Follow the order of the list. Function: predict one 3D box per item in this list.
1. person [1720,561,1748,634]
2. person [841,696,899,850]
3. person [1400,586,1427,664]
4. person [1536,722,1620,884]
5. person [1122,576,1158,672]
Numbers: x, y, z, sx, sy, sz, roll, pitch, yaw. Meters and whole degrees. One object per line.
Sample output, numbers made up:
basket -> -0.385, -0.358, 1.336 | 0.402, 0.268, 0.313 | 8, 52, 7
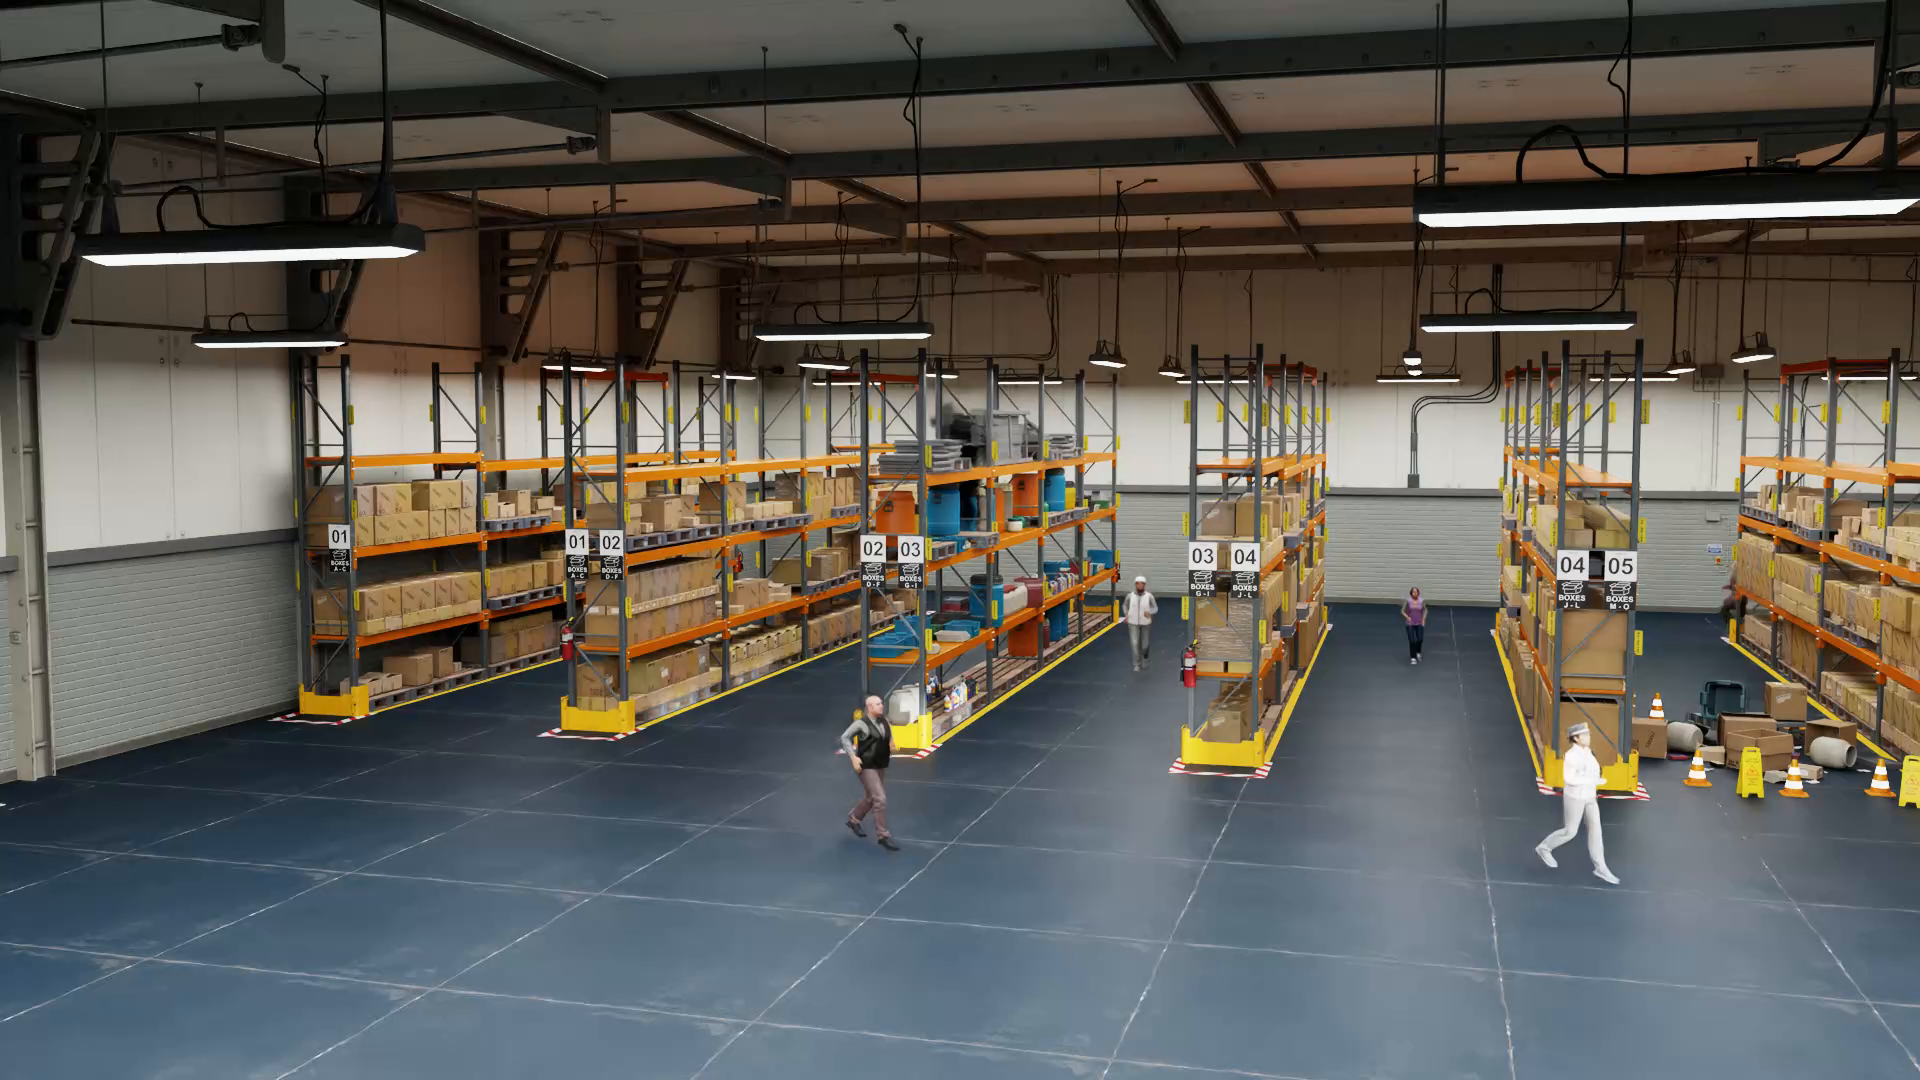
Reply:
person -> 17.743, 1.331, 37.870 | 0.767, 1.739, 0.837 | 3, 5, 31
person -> -1.009, 2.670, 19.340 | 0.879, 1.733, 0.657 | 3, 5, 35
person -> 9.120, 1.716, 33.382 | 0.538, 1.564, 0.536 | 1, 4, 10
person -> 6.677, 2.792, 17.910 | 0.612, 1.701, 0.900 | -4, 6, -40
person -> 3.311, 1.547, 30.709 | 0.667, 1.756, 0.717 | 1, 4, 10
